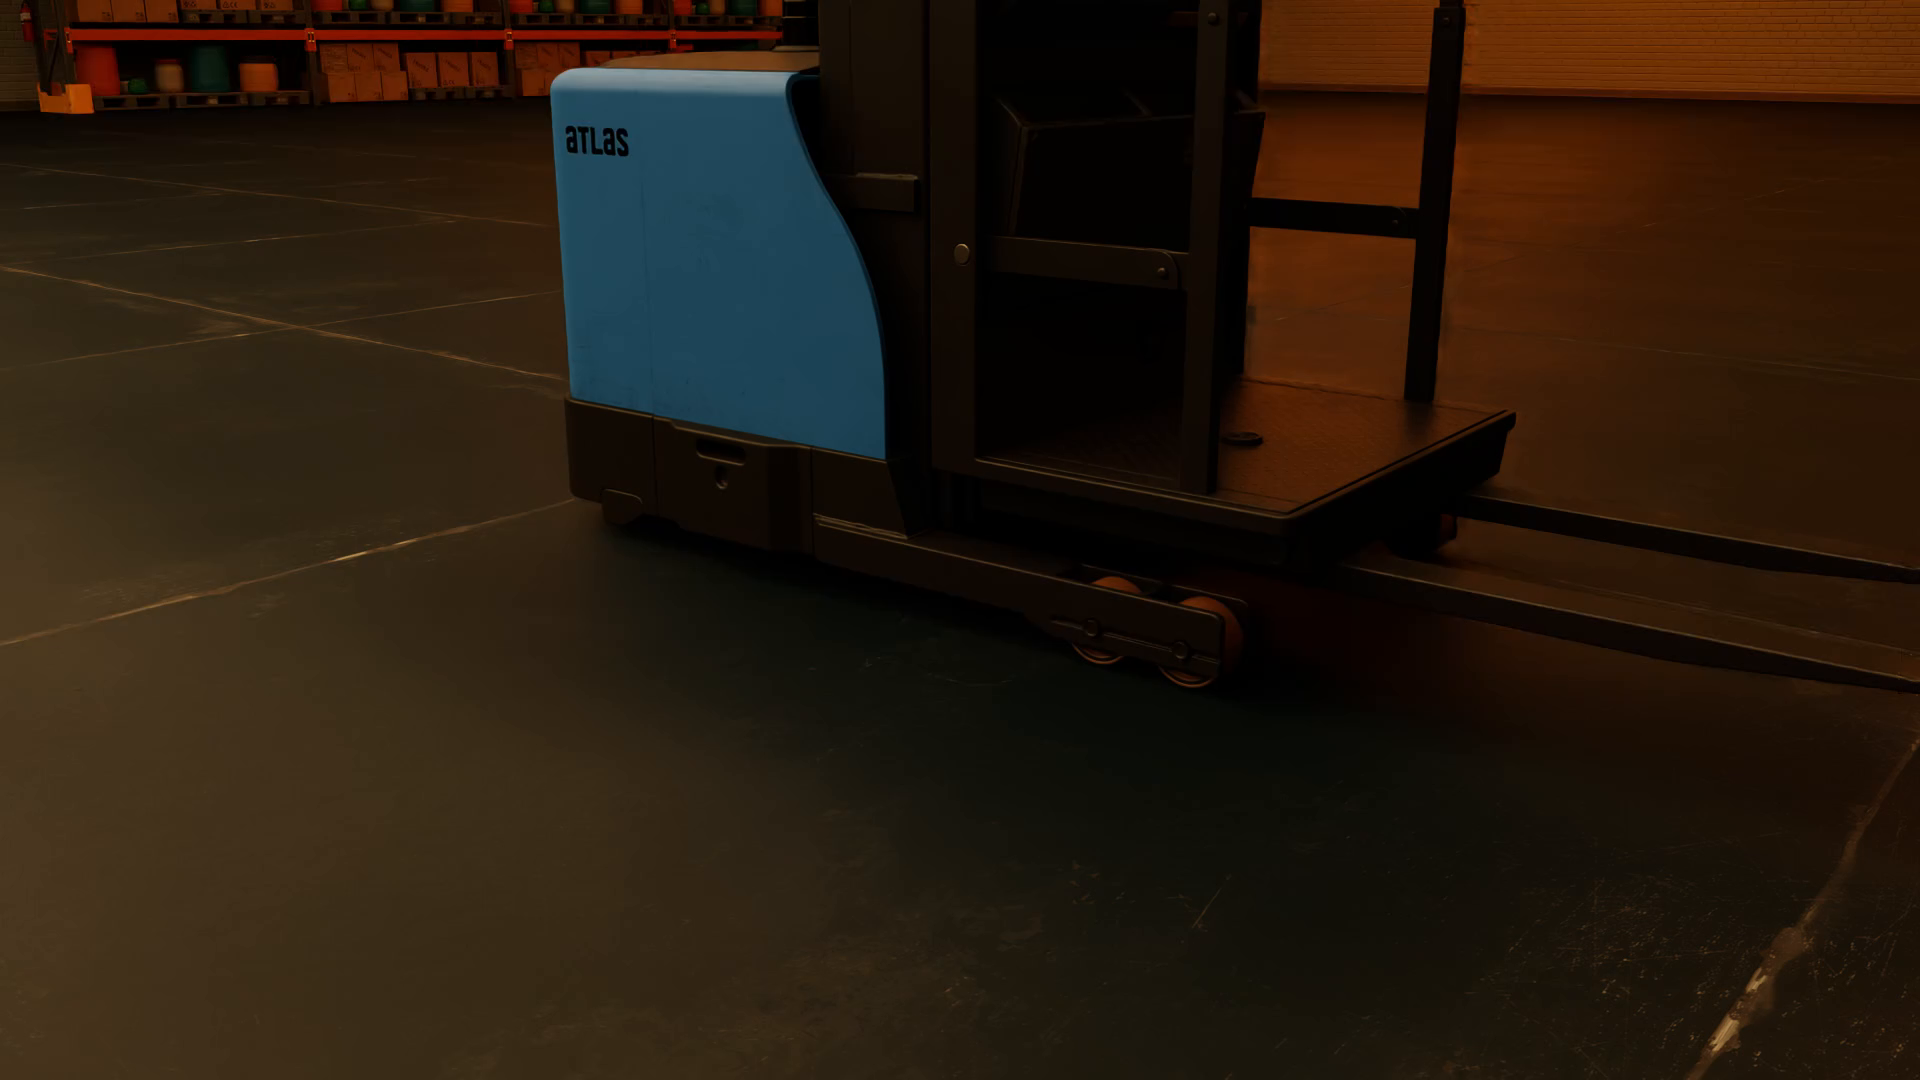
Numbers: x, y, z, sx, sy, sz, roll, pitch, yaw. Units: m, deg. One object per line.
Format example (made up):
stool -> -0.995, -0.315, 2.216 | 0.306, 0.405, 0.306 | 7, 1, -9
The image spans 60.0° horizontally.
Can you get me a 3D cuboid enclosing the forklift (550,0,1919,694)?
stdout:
forklift -> 0.518, -1.305, 3.194 | 3.031, 2.935, 1.130 | 13, 21, 36
